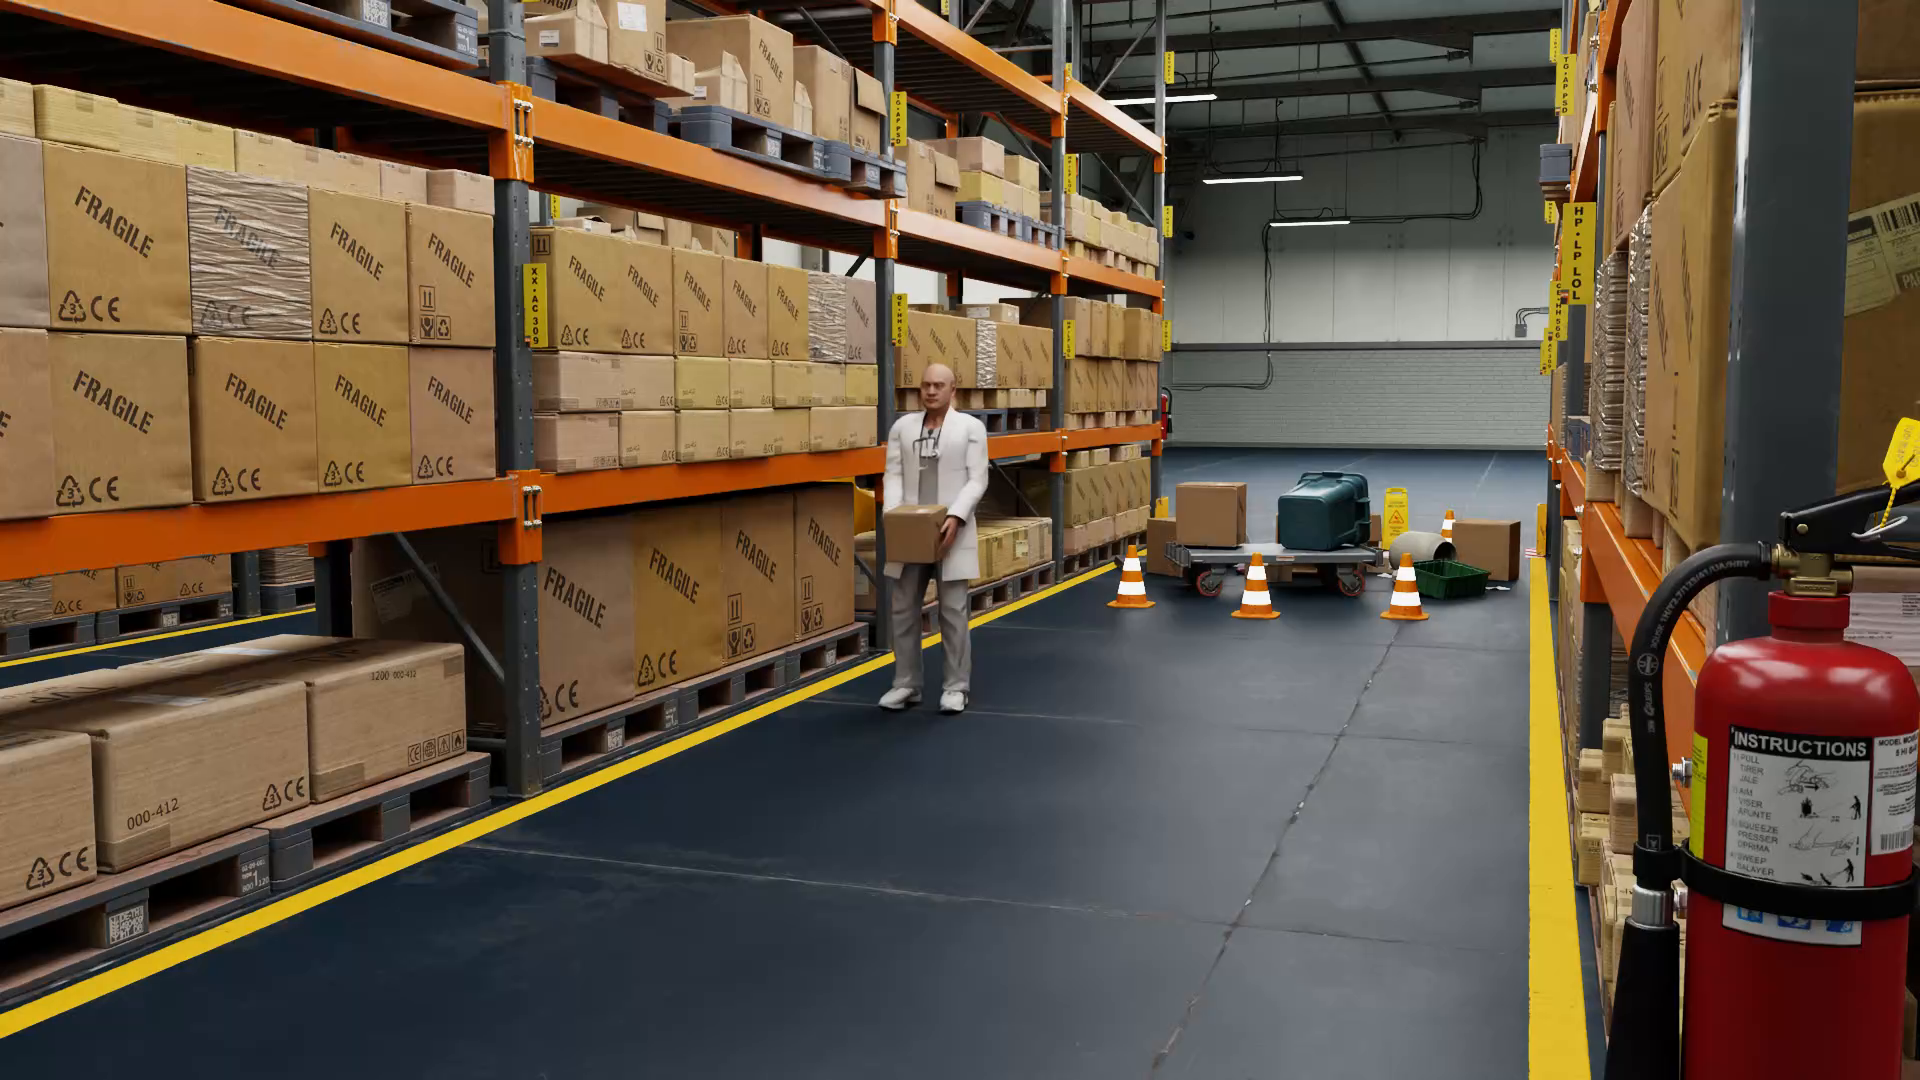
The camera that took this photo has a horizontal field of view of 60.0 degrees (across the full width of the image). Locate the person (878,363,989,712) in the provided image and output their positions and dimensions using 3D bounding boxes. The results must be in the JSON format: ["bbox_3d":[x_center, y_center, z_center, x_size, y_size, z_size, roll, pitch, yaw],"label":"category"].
[{"bbox_3d":[-0.153,-0.014,8.543,0.569,1.783,0.489,2,5,18],"label":"person"}]
